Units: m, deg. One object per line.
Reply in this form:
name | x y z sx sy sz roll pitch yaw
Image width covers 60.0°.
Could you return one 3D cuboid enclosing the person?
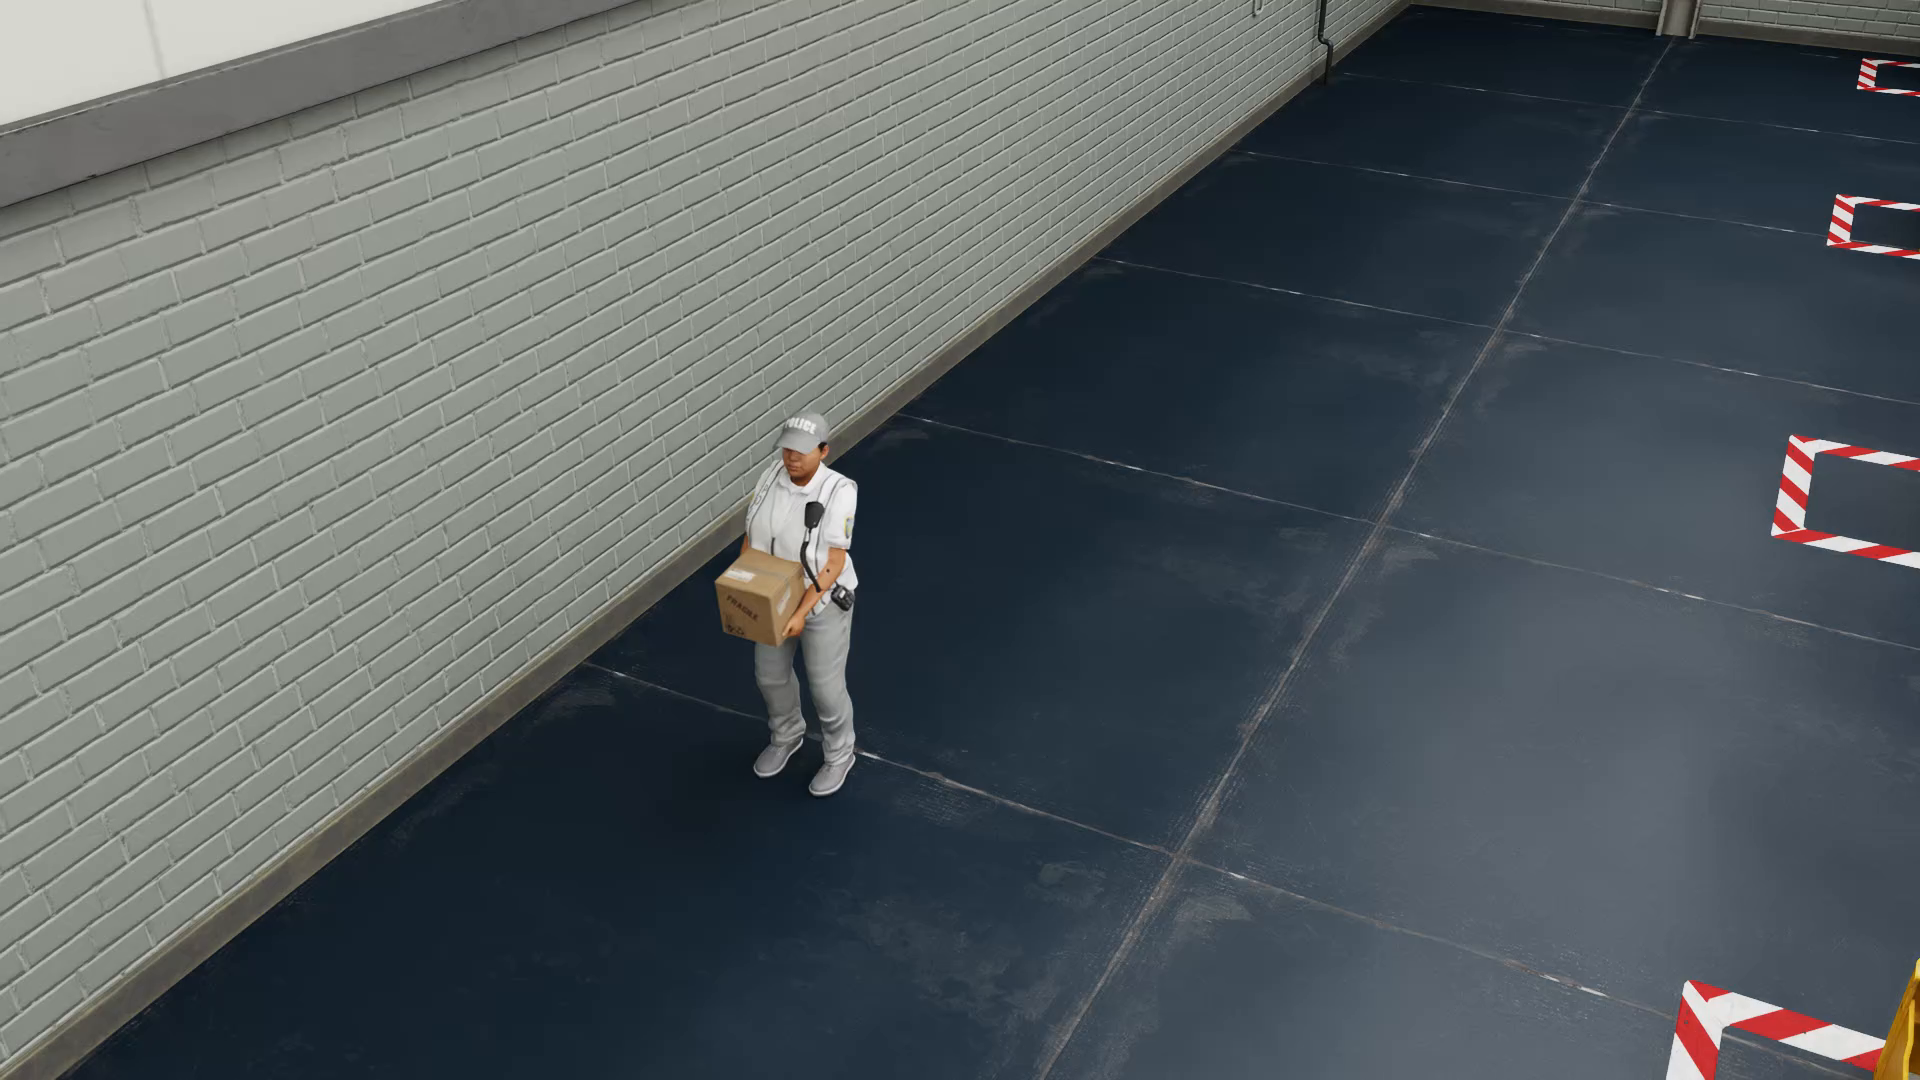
person | -0.665 0.281 6.654 0.453 1.653 0.541 15 33 23
